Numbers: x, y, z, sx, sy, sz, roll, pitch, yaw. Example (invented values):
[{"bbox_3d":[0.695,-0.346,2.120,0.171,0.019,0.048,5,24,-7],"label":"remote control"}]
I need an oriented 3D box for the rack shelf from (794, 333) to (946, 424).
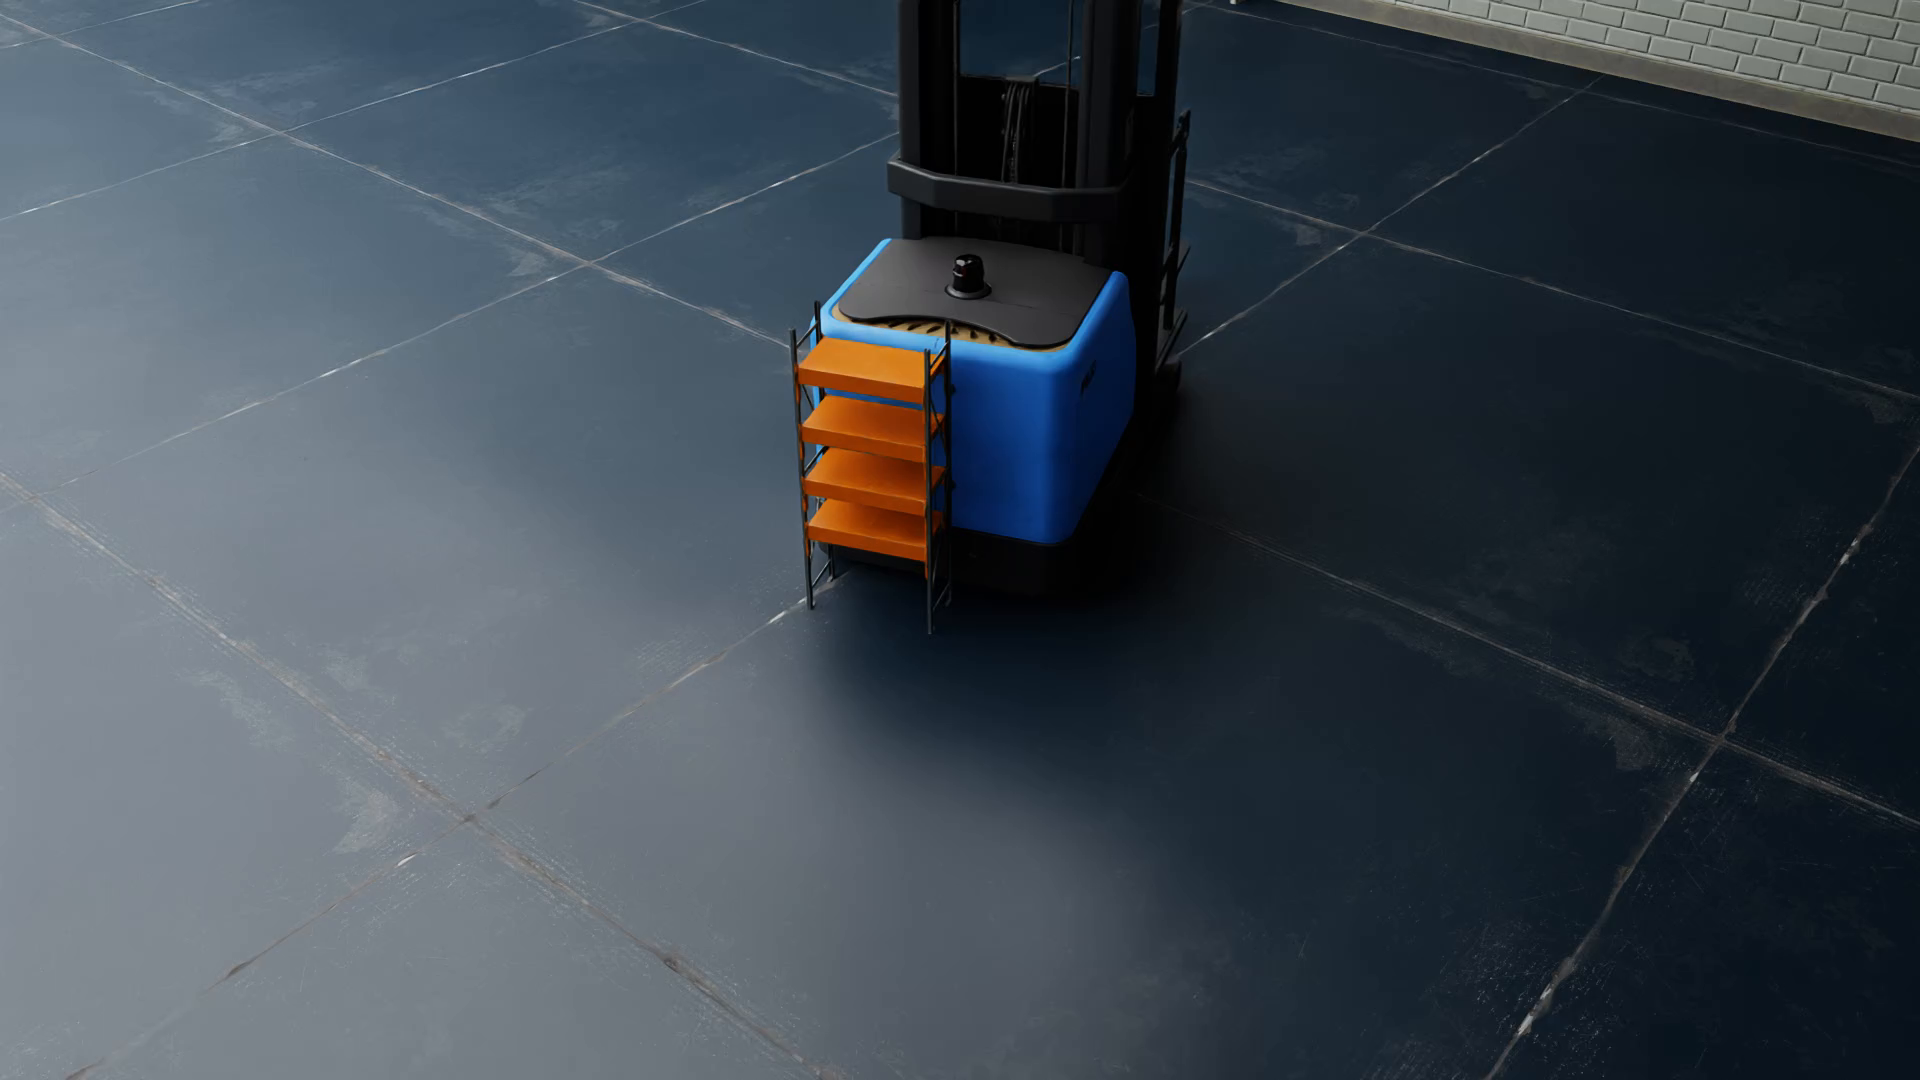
[{"bbox_3d":[-0.307,-0.568,5.823,0.480,0.148,0.258,11,36,15],"label":"rack shelf"}]

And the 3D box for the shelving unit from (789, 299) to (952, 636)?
[{"bbox_3d":[-0.306,-0.245,6.046,0.503,1.200,0.258,11,36,15],"label":"shelving unit"}]

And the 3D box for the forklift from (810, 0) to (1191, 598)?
[{"bbox_3d":[0.387,-1.820,6.811,1.130,2.935,3.031,11,36,15],"label":"forklift"}]

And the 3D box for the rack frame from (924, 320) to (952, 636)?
[{"bbox_3d":[-0.075,-0.201,5.982,0.015,1.200,0.240,11,36,15],"label":"rack frame"}]

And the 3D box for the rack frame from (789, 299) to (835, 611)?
[{"bbox_3d":[-0.538,-0.289,6.110,0.015,1.200,0.240,11,36,15],"label":"rack frame"}]

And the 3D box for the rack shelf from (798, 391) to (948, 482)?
[{"bbox_3d":[-0.307,-0.373,5.957,0.480,0.148,0.258,11,36,15],"label":"rack shelf"}]

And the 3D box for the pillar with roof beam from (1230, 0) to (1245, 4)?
[{"bbox_3d":[-0.699,-6.069,7.639,0.400,9.000,9.100,25,42,32],"label":"pillar with roof beam"}]

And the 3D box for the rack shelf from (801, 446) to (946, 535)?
[{"bbox_3d":[-0.306,-0.189,6.084,0.480,0.148,0.258,11,36,15],"label":"rack shelf"}]

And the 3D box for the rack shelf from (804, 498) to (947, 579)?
[{"bbox_3d":[-0.306,-0.026,6.197,0.480,0.148,0.258,11,36,15],"label":"rack shelf"}]
